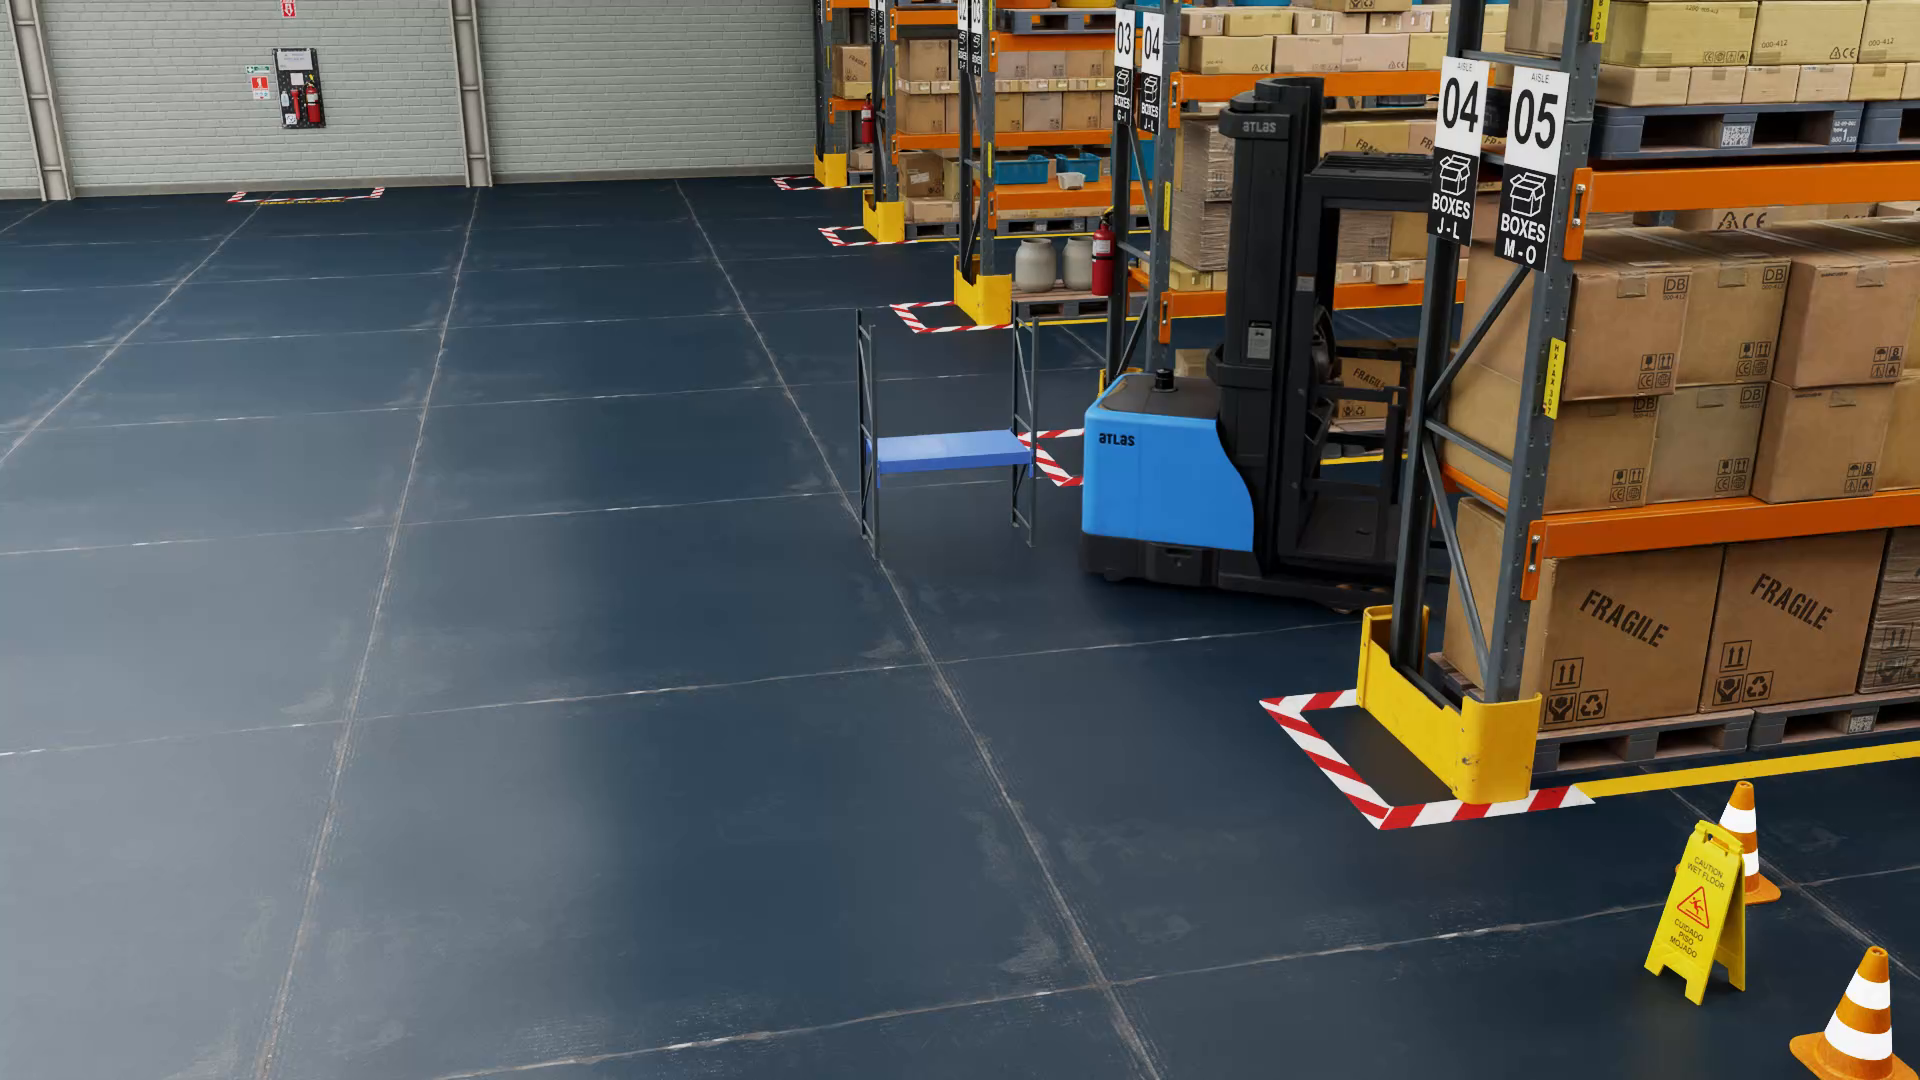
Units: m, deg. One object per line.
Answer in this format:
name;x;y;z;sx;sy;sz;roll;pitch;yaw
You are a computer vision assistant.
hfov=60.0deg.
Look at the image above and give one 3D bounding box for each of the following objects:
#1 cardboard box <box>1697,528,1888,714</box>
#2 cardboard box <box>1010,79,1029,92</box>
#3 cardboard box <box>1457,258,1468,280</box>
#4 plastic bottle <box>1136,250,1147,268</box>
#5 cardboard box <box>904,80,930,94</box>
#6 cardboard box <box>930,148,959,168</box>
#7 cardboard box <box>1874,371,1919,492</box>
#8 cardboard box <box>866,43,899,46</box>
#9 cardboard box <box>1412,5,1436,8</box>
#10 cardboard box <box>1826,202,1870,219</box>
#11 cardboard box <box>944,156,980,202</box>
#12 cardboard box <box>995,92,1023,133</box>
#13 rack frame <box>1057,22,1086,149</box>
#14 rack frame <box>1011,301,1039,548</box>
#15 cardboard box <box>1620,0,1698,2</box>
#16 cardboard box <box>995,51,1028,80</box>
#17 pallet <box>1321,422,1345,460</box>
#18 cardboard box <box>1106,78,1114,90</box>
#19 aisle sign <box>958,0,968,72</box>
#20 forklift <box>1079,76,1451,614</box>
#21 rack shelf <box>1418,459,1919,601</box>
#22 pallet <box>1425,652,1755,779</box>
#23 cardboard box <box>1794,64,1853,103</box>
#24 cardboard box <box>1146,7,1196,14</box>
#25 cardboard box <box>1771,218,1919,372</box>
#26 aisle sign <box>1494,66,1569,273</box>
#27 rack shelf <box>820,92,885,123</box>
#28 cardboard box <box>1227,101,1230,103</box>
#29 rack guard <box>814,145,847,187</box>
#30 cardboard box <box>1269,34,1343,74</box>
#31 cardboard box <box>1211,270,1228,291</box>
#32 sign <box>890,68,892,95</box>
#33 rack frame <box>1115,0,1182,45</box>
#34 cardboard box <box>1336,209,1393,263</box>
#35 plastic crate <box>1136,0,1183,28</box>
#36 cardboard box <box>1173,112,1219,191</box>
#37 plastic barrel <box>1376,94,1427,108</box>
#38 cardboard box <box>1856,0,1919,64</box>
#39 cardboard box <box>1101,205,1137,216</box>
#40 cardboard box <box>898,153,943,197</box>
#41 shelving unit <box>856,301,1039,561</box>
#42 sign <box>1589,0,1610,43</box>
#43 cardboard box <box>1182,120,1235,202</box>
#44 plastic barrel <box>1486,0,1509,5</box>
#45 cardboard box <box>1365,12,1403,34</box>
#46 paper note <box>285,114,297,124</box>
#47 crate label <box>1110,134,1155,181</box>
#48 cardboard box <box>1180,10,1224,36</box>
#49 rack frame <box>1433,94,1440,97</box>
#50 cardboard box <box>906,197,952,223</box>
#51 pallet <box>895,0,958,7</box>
cardboard box;3.848;0.240;8.276;0.875;0.875;0.875;-5;21;-13
cardboard box;0.713;-5.812;21.230;0.250;0.149;0.380;-5;21;-13
cardboard box;3.592;-2.052;12.420;0.250;0.149;0.380;-5;21;-12
plastic bottle;1.960;-2.979;17.895;0.133;0.283;0.061;-4;21;-11
cardboard box;-0.540;-5.709;20.950;0.250;0.149;0.380;-5;21;-13
cardboard box;-0.141;-6.200;26.374;0.500;0.500;0.700;-6;21;-16
cardboard box;4.308;-0.638;7.977;0.500;0.550;0.875;-5;21;-12
cardboard box;-1.213;-7.492;26.006;0.500;0.500;0.500;-4;21;-12
cardboard box;3.307;-3.854;12.252;0.250;0.149;0.380;-4;21;-11
cardboard box;6.863;-2.813;13.371;0.637;0.503;0.797;-3;20;-7
cardboard box;0.088;-4.665;21.485;0.500;0.500;0.500;-5;21;-12
cardboard box;0.480;-5.559;21.483;0.500;0.500;0.700;-5;21;-12
rack frame;1.777;-7.373;26.581;0.127;3.000;1.000;-5;21;-12
rack frame;0.412;-0.738;10.648;0.032;1.500;0.500;-5;21;-12
cardboard box;2.745;-2.243;6.666;0.250;0.149;0.380;-4;21;-12
cardboard box;0.538;-6.175;21.280;0.500;0.500;0.700;-5;21;-12
pallet;2.177;-0.831;12.777;1.213;0.211;1.003;-5;21;-12
cardboard box;1.955;-5.912;21.504;0.250;0.149;0.380;-5;21;-13
aisle sign;0.026;-5.055;16.473;0.004;0.787;0.394;-5;21;-12
forklift;2.300;-1.133;9.647;3.031;2.935;1.130;6;21;17
rack shelf;4.294;-0.235;8.140;4.000;0.370;1.077;-5;21;-12
pallet;3.107;0.806;8.308;1.213;0.211;1.003;-5;21;-12
cardboard box;3.493;-1.929;6.967;0.250;0.149;0.380;-4;21;-12
cardboard box;1.503;-3.734;11.924;0.250;0.149;0.380;-5;21;-12
cardboard box;4.293;-1.167;7.850;0.500;0.550;0.875;-5;21;-12
aisle sign;2.347;-1.529;6.847;0.004;0.787;0.394;-5;21;-12
rack shelf;-0.169;-6.877;26.273;4.000;0.370;1.077;-5;21;-12
cardboard box;3.734;-5.783;22.436;0.258;0.266;0.396;-5;21;-14
rack guard;-2.041;-5.889;26.163;0.348;0.500;1.175;-5;21;-12
cardboard box;2.333;-3.415;11.633;0.500;0.250;0.500;-5;21;-14
cardboard box;1.884;-1.920;12.061;0.250;0.149;0.380;-5;21;-12
sign;-0.850;-5.656;20.520;0.005;0.325;0.100;-5;21;-12
rack frame;1.304;-4.899;11.106;0.127;3.000;1.000;-5;21;-12
cardboard box;2.801;-2.408;12.450;0.500;0.500;0.875;-5;21;-12
plastic crate;1.951;-5.393;16.838;0.575;0.384;0.392;-5;21;-12
cardboard box;1.783;-2.865;12.242;0.500;0.500;0.500;-5;21;-12
plastic barrel;4.503;-4.221;17.249;0.708;0.901;0.600;-5;21;-12
cardboard box;3.861;-2.169;7.043;0.500;0.250;0.500;-5;21;-13
cardboard box;2.031;-4.475;22.057;0.500;0.250;0.500;-5;21;-12
cardboard box;-0.518;-4.799;21.851;0.500;0.500;0.500;-5;21;-12
shelving unit;-0.083;-0.697;10.538;1.048;1.500;0.538;-5;21;-12
sign;2.469;-2.084;6.395;0.005;0.325;0.100;-5;21;-12
cardboard box;1.902;-2.691;11.768;0.500;0.500;0.500;-5;21;-12
plastic barrel;5.775;-5.917;17.517;0.708;0.901;0.600;-5;21;-12
cardboard box;2.899;-3.643;11.677;0.250;0.149;0.380;-6;21;-15
paper note;-10.074;-6.339;25.039;0.142;0.148;0.016;-5;21;-12
crate label;1.893;-3.993;17.303;0.616;0.435;0.502;-5;21;-12
cardboard box;1.625;-3.552;11.428;0.250;0.149;0.380;-5;21;-13
rack frame;6.814;-6.032;22.920;0.127;3.000;1.000;-5;21;-12
cardboard box;-0.399;-4.273;21.504;0.500;0.250;0.500;-5;21;-12
pallet;-0.278;-6.813;20.819;1.213;0.211;1.003;-5;21;-12
